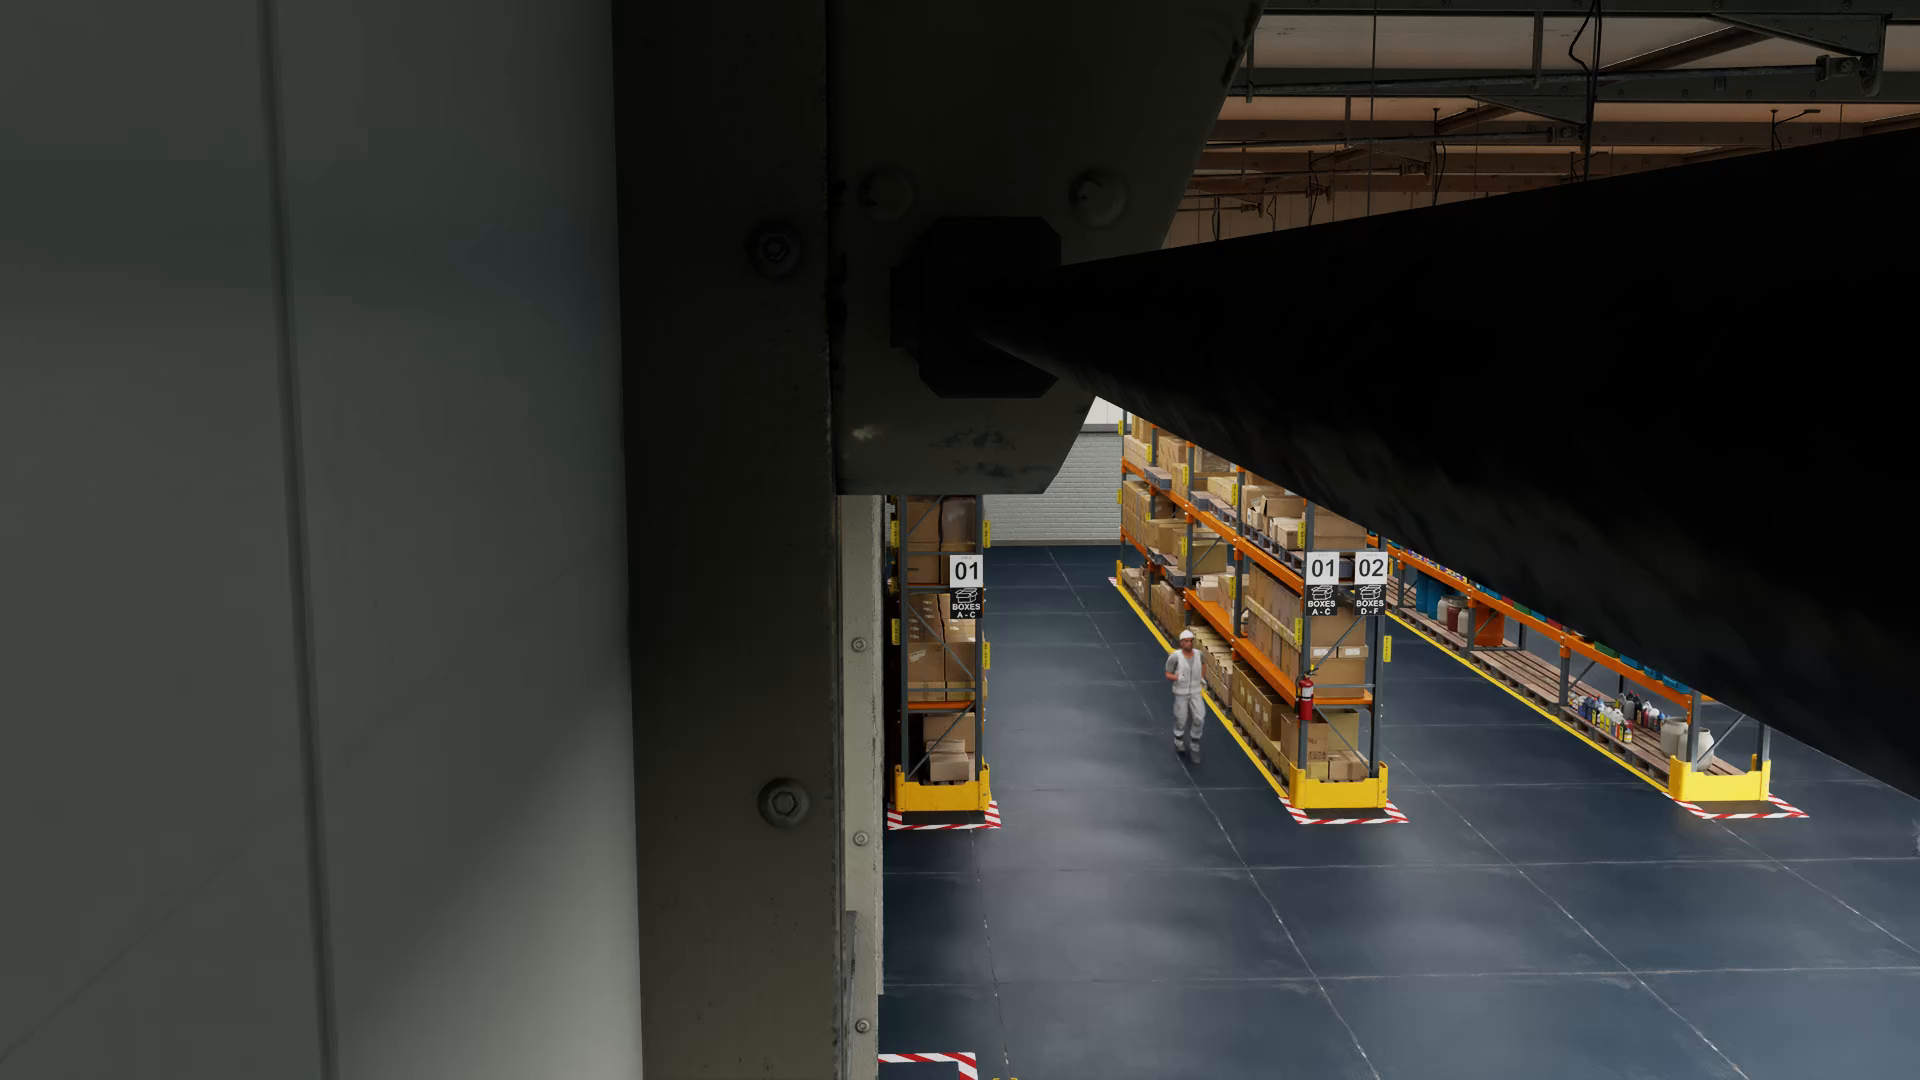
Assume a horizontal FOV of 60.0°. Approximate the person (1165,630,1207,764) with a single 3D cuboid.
[{"bbox_3d":[3.094,2.129,22.641,0.630,1.836,0.764,-1,8,-7],"label":"person"}]
